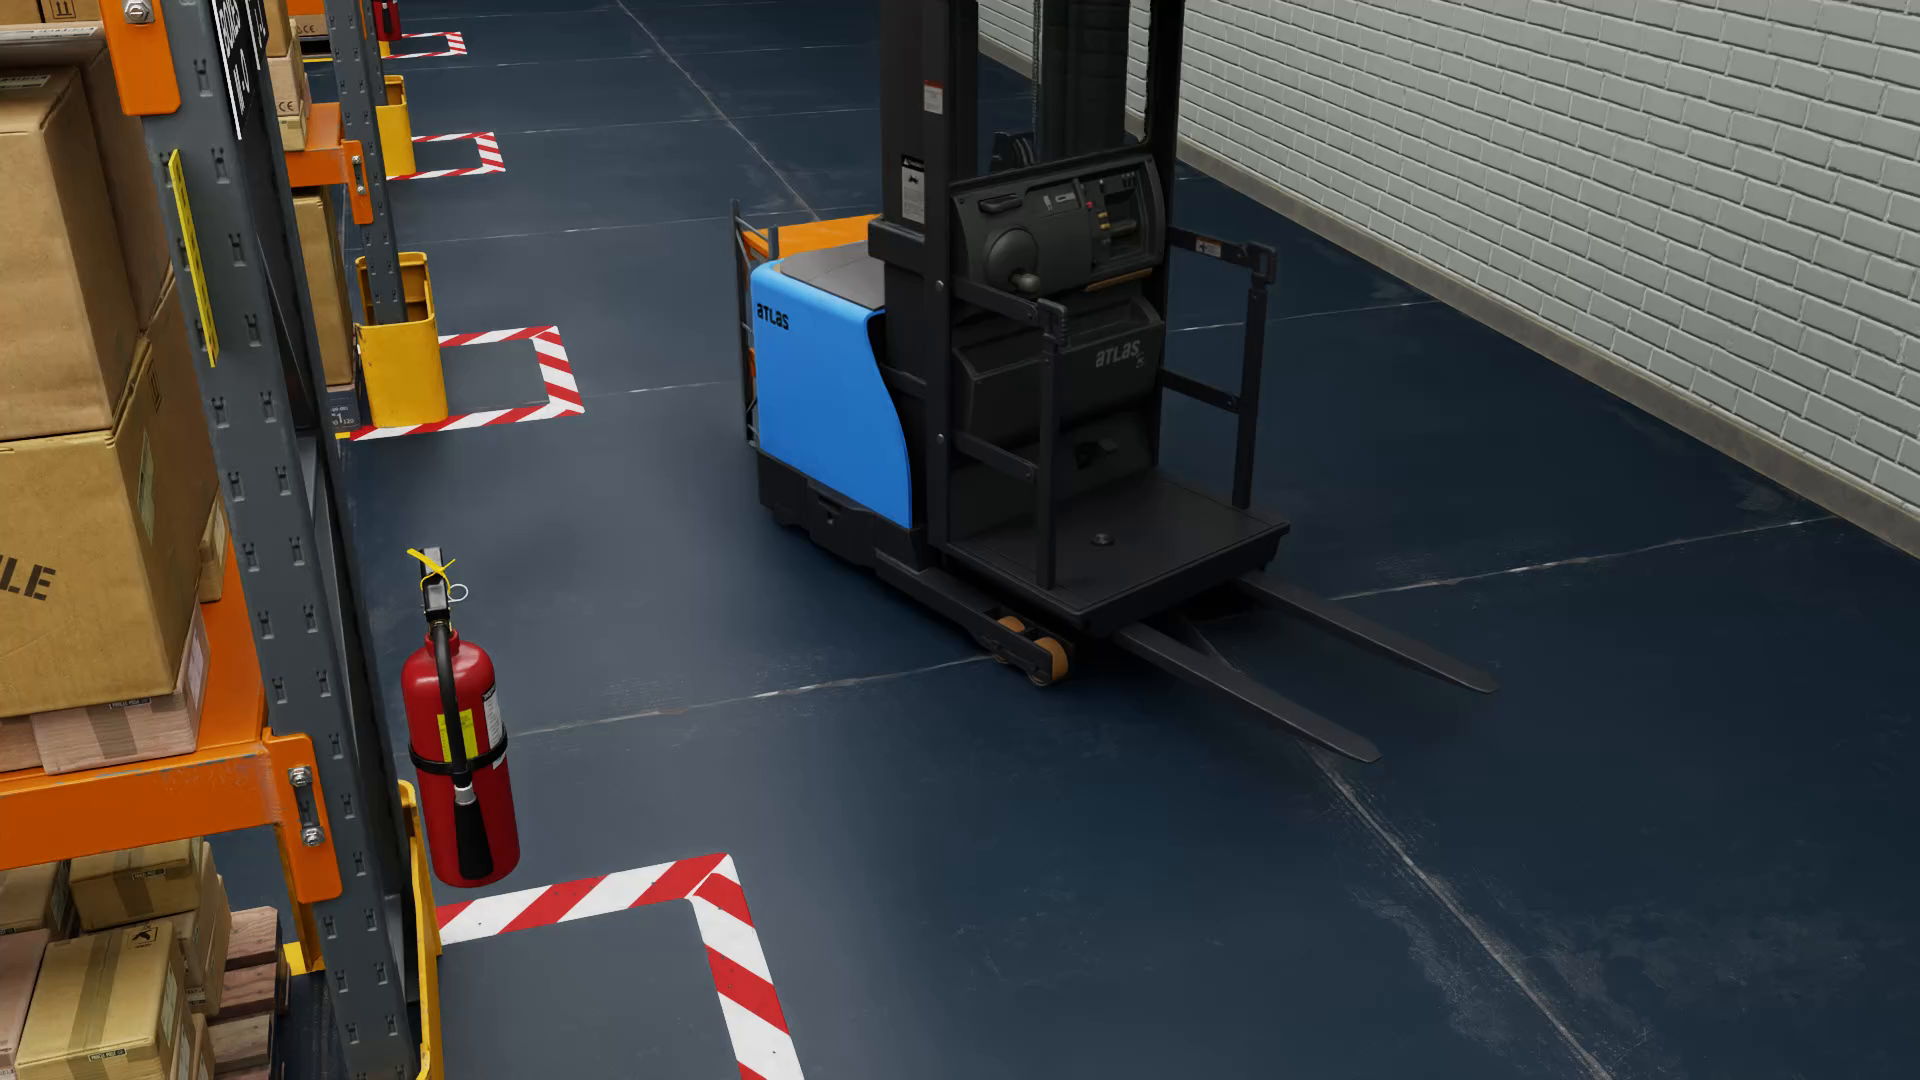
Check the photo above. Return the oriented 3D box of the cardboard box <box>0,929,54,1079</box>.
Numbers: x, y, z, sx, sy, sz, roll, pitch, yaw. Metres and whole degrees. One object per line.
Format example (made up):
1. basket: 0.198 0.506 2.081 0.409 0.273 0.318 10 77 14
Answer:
1. cardboard box: -2.031 0.998 3.432 0.250 0.149 0.380 -8 27 -15

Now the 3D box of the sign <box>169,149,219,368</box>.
1. sign: -1.197 -0.438 2.601 0.005 0.325 0.100 -8 28 -16

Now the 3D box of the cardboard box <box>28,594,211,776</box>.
1. cardboard box: -1.572 0.262 3.132 0.250 0.149 0.380 -8 28 -16

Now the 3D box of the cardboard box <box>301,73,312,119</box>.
1. cardboard box: -3.229 -2.104 7.898 0.250 0.149 0.380 -8 27 -16

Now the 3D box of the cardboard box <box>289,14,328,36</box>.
1. cardboard box: -6.294 -5.214 16.195 0.500 0.500 0.500 -8 28 -16

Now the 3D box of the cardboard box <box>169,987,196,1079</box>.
1. cardboard box: -1.763 1.134 3.492 0.250 0.149 0.380 -9 28 -17

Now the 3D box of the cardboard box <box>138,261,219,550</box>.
1. cardboard box: -1.862 -0.248 3.430 0.500 0.500 0.500 -7 27 -14

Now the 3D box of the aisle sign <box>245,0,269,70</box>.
1. aisle sign: -1.373 -1.316 3.105 0.004 0.787 0.394 -8 28 -16

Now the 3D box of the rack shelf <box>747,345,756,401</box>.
1. rack shelf: -0.417 -0.756 7.557 1.000 0.278 0.538 -13 29 -24

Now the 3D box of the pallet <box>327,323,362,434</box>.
1. pallet: -3.526 -0.734 7.991 1.213 0.211 1.003 -8 28 -16

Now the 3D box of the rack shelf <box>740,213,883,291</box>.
1. rack shelf: -0.417 -1.237 7.319 1.000 0.278 0.538 -13 29 -24

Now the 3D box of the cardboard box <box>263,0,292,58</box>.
1. cardboard box: -3.171 -2.350 7.101 0.500 0.500 0.500 -8 27 -15

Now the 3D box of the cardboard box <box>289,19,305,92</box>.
1. cardboard box: -3.329 -2.240 7.724 0.500 0.250 0.500 -9 28 -17

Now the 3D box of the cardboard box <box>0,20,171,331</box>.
1. cardboard box: -1.859 -0.691 3.198 0.500 0.500 0.500 -8 28 -16

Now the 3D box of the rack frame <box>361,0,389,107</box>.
1. rack frame: -4.323 -4.220 11.878 0.127 3.000 1.000 -8 28 -16

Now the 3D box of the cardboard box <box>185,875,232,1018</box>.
1. cardboard box: -1.947 1.010 4.075 0.250 0.149 0.380 -8 27 -15

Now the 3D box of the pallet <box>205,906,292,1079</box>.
1. pallet: -2.205 1.341 3.811 1.213 0.211 1.003 -8 28 -16

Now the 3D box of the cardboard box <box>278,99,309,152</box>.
1. cardboard box: -3.026 -1.825 7.336 0.250 0.149 0.380 -8 27 -15

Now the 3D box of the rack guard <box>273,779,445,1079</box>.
1. rack guard: -1.422 1.115 3.942 0.348 0.500 1.175 -8 28 -16

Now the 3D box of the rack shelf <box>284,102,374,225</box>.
1. rack shelf: -4.691 -1.529 7.265 4.000 0.370 1.077 -8 28 -16

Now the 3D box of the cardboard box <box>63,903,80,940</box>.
1. cardboard box: -2.205 0.918 3.927 0.250 0.149 0.380 -8 28 -16

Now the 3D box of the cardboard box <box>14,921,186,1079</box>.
1. cardboard box: -1.774 0.987 3.453 0.250 0.149 0.380 -8 27 -16

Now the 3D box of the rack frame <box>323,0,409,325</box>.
1. rack frame: -2.789 -2.126 7.660 0.127 3.000 1.000 -8 28 -16

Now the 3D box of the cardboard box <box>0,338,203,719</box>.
1. cardboard box: -1.697 -0.022 2.975 0.500 0.500 0.500 -8 27 -15

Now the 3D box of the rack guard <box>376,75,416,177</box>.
1. rack guard: -4.304 -3.110 12.451 0.348 0.500 1.175 -8 28 -16

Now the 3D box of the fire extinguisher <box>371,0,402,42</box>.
1. fire extinguisher: -4.039 -3.847 11.633 0.183 0.674 0.296 -8 28 -16

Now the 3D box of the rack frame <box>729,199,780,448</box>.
1. rack frame: -0.870 -0.872 7.242 0.032 1.125 0.500 -13 29 -24

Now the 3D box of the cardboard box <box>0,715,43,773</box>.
1. cardboard box: -1.820 0.280 3.095 0.250 0.149 0.380 -8 28 -16

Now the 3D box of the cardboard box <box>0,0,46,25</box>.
1. cardboard box: -4.296 -2.433 7.269 0.500 0.500 0.500 -9 28 -17

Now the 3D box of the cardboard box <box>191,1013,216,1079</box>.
1. cardboard box: -1.786 1.234 3.624 0.250 0.149 0.380 -8 27 -15

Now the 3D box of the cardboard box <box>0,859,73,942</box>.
1. cardboard box: -2.178 0.825 3.781 0.250 0.149 0.380 -8 27 -15

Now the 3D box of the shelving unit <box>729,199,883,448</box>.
1. shelving unit: -0.417 -0.975 7.449 1.048 1.125 0.538 -13 29 -24

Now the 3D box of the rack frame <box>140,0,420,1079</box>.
1. rack frame: -1.350 -0.015 3.407 0.127 3.000 1.000 -8 28 -16

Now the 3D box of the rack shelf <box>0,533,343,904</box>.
1. rack shelf: -3.251 0.582 3.012 4.000 0.370 1.077 -8 28 -16

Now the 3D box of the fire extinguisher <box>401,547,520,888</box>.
1. fire extinguisher: -0.967 0.347 3.184 0.183 0.674 0.296 -8 28 -16

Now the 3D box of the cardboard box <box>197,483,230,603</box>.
1. cardboard box: -1.759 0.003 3.652 0.250 0.149 0.380 -8 28 -17

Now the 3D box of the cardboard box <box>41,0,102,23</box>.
1. cardboard box: -3.805 -2.507 7.418 0.500 0.500 0.500 -9 28 -17

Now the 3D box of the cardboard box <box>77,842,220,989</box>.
1. cardboard box: -1.927 0.904 3.955 0.250 0.149 0.380 -7 27 -14

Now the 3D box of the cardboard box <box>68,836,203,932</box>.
1. cardboard box: -1.953 0.736 3.960 0.250 0.149 0.380 -10 28 -18

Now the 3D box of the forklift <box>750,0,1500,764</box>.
1. forklift: 0.495 -1.063 5.595 1.130 2.935 3.031 -21 33 -35

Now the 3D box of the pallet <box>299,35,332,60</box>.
1. pallet: -6.684 -4.945 16.475 1.213 0.211 1.003 -8 28 -16

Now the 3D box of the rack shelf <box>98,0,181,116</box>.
1. rack shelf: -3.251 -0.761 2.345 4.000 0.370 1.077 -8 28 -16

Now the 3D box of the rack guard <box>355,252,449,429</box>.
1. rack guard: -2.767 -1.010 8.222 0.348 0.500 1.175 -8 28 -16

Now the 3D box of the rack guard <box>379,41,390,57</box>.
1. rack guard: -5.926 -5.185 16.632 0.348 0.500 1.175 -8 28 -16

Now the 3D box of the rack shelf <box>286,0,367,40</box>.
1. rack shelf: -6.225 -3.623 11.483 4.000 0.370 1.077 -8 28 -16

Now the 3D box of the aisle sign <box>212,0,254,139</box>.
1. aisle sign: -1.187 -1.063 2.594 0.004 0.787 0.394 -8 28 -16

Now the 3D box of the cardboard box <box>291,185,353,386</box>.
1. cardboard box: -3.373 -1.241 7.793 0.875 0.875 0.875 -8 28 -16

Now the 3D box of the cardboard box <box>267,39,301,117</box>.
1. cardboard box: -3.168 -2.013 7.266 0.500 0.250 0.500 -9 28 -17

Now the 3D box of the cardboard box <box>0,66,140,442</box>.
1. cardboard box: -1.708 -0.473 2.758 0.500 0.500 0.500 -9 28 -17
